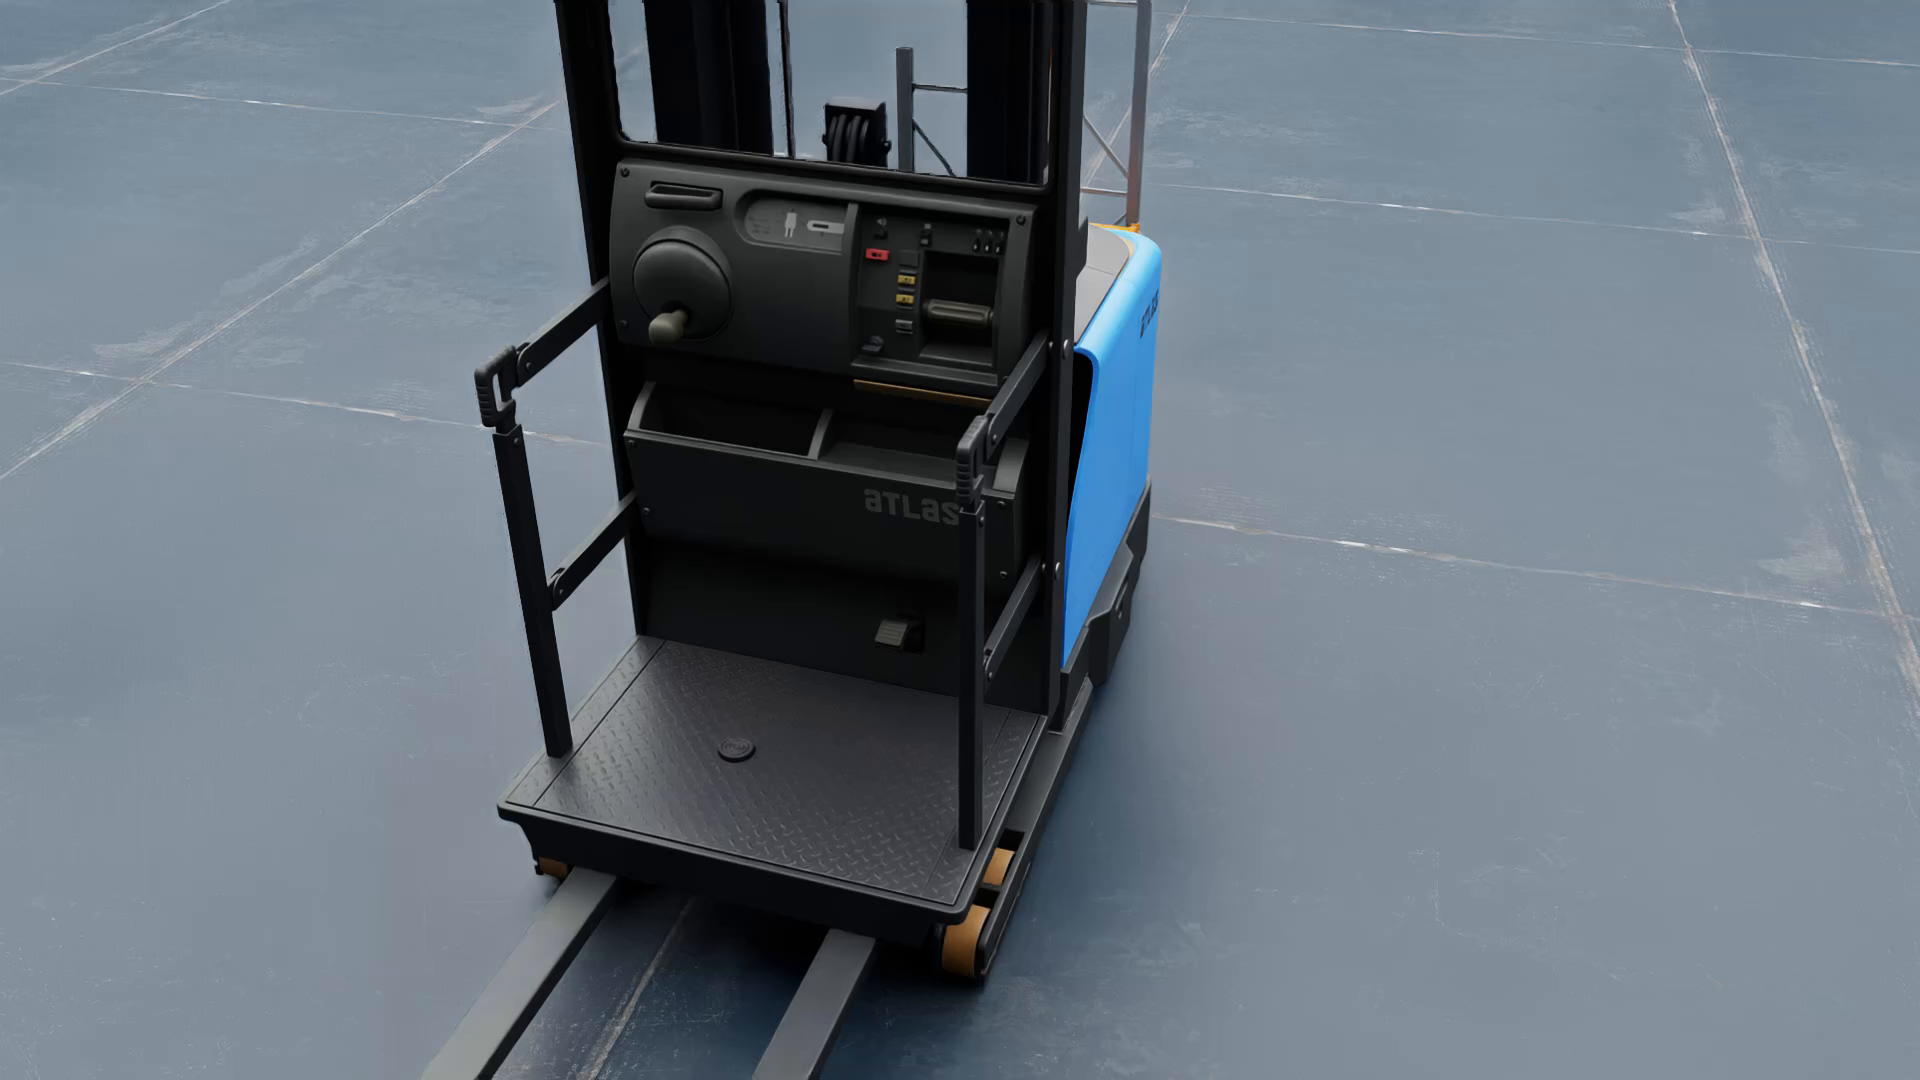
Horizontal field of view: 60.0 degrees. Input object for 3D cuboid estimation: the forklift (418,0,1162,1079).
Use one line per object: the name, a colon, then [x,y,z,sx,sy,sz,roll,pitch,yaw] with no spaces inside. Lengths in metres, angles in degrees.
forklift: [-0.368,-0.504,3.311,1.130,2.935,3.031,10,34,15]

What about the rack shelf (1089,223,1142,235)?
rack shelf: [0.222,-0.804,5.452,0.538,0.185,1.000,10,34,15]

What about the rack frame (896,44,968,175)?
rack frame: [0.067,-0.696,4.947,0.500,1.500,0.032,10,34,15]

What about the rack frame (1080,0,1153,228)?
rack frame: [0.378,-1.215,5.763,0.500,1.500,0.032,10,34,15]

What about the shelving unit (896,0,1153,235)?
shelving unit: [0.225,-0.960,5.362,0.587,1.500,1.083,10,34,15]
